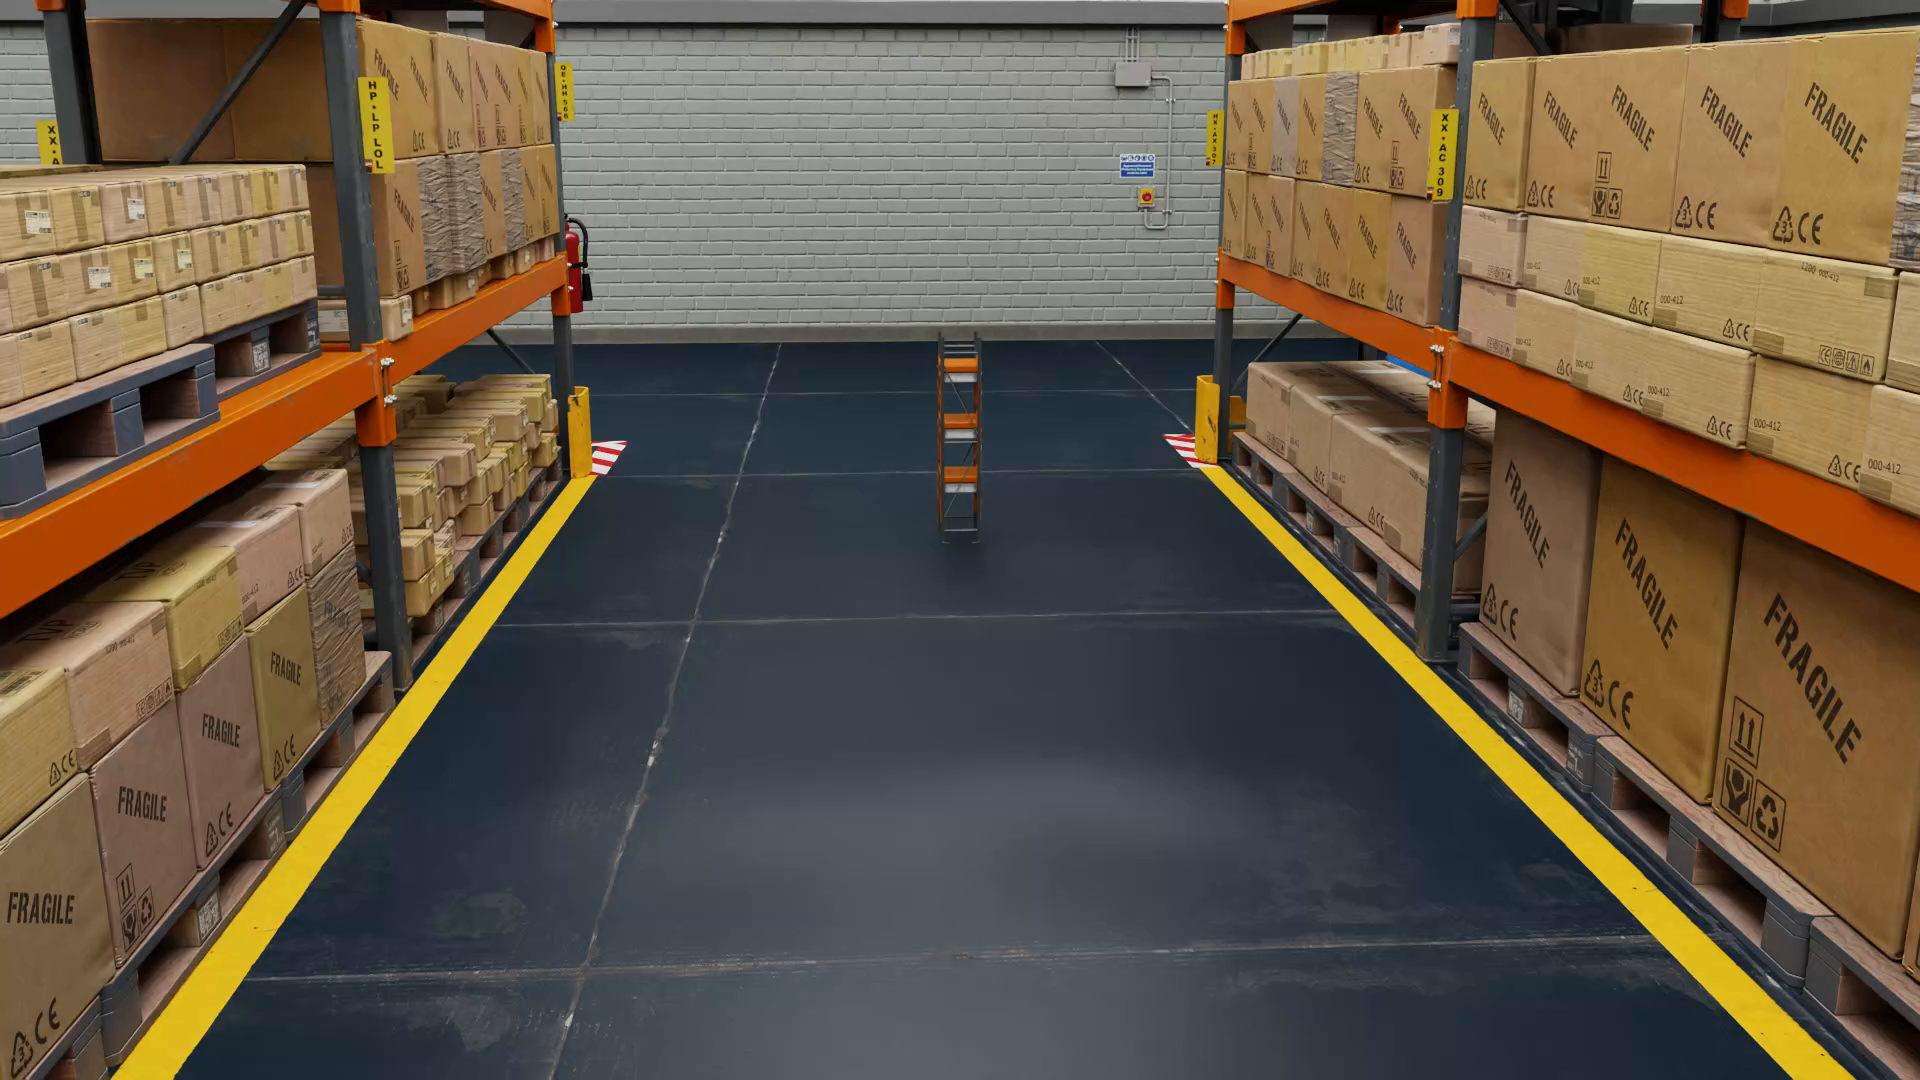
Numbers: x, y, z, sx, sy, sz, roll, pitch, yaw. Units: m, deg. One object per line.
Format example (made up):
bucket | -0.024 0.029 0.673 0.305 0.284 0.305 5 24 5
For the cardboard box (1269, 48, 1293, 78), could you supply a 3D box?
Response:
cardboard box | 1.862 -2.533 8.843 0.380 0.149 0.250 -1 14 -5

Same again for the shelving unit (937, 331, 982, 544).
shelving unit | -0.003 -0.522 8.447 0.215 1.050 0.252 -1 14 -3

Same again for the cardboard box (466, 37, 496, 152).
cardboard box | -2.456 -2.053 7.682 0.500 0.500 0.500 -1 14 -5

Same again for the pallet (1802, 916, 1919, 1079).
pallet | 2.615 1.168 3.562 1.003 0.211 1.213 -1 14 -3

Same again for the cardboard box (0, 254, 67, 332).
cardboard box | -2.256 -0.553 3.719 0.380 0.149 0.250 -1 14 -4

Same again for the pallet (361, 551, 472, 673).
pallet | -2.670 0.306 6.914 1.003 0.211 1.213 -1 14 -3

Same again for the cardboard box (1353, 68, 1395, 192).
cardboard box | 2.013 -1.752 7.108 0.500 0.500 0.500 -1 14 -4

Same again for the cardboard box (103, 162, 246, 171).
cardboard box | -2.905 -1.187 6.321 0.500 0.500 0.500 -1 14 -3

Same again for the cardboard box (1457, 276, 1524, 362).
cardboard box | 2.105 -0.794 5.892 0.500 0.250 0.500 -1 14 -5

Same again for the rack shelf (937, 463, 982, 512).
rack shelf | -0.003 -0.242 8.519 0.215 0.259 0.240 -1 14 -3

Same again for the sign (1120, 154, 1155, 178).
sign | 1.669 -3.522 15.652 0.327 0.218 0.001 -1 14 -3

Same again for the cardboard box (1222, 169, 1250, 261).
cardboard box | 1.837 -1.899 9.687 0.500 0.500 0.500 -1 14 -4

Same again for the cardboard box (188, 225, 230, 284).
cardboard box | -2.320 -0.813 4.730 0.380 0.149 0.250 -1 14 -5

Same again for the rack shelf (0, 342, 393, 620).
rack shelf | -2.469 -0.032 4.076 1.077 0.370 4.000 -1 14 -3

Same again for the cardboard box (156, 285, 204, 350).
cardboard box | -2.302 -0.606 4.524 0.380 0.149 0.250 -2 15 -6

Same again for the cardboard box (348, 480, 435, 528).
cardboard box | -2.365 -0.147 6.764 0.380 0.149 0.250 0 14 -1

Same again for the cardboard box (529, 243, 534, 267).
cardboard box | -2.530 -1.550 9.035 0.380 0.149 0.250 -1 14 -4

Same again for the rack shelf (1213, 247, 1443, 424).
rack shelf | 2.217 -1.129 8.337 1.077 0.370 4.000 -1 14 -3

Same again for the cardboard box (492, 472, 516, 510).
cardboard box | -2.449 -0.247 8.344 0.380 0.149 0.250 -1 14 -2

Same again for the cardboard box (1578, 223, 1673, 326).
cardboard box | 2.152 -0.780 4.837 0.500 0.250 0.500 -1 14 -3

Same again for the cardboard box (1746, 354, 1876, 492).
cardboard box | 2.236 -0.286 3.921 0.500 0.250 0.500 -1 14 -4

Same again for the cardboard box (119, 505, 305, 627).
cardboard box | -2.276 0.075 4.883 0.500 0.250 0.500 0 14 -1

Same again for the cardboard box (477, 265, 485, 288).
cardboard box | -2.514 -1.287 8.013 0.380 0.149 0.250 -1 14 -2

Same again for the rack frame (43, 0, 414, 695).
rack frame | -2.593 -0.878 5.920 1.000 3.000 0.127 -1 14 -3

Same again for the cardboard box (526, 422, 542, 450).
cardboard box | -2.489 -0.584 9.057 0.380 0.149 0.250 -1 15 -6

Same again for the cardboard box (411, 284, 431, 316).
cardboard box | -2.454 -1.028 7.007 0.380 0.149 0.250 -2 15 -6

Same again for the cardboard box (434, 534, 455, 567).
cardboard box | -2.379 0.076 7.088 0.380 0.149 0.250 -1 14 -4

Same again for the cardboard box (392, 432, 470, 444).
cardboard box | -2.503 -0.405 7.765 0.380 0.149 0.250 -1 15 -6

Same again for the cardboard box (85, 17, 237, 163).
cardboard box | -2.892 -1.668 6.184 0.500 0.500 0.500 -1 14 -5

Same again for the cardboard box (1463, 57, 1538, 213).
cardboard box | 2.082 -1.399 5.735 0.500 0.500 0.500 -1 14 -3

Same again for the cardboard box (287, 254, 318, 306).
cardboard box | -2.371 -0.864 5.527 0.380 0.149 0.250 -1 14 -5

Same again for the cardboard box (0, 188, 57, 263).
cardboard box | -2.263 -0.698 3.687 0.380 0.149 0.250 0 14 -2

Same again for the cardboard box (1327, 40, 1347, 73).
cardboard box | 1.958 -2.278 7.851 0.380 0.149 0.250 -1 14 -3

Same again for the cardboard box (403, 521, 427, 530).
cardboard box | -2.401 -0.002 6.794 0.380 0.149 0.250 -1 14 -3

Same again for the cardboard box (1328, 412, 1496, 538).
cardboard box | 2.353 -0.323 8.060 0.875 0.438 0.875 -1 14 -5

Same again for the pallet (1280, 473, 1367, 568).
pallet | 2.294 -0.124 8.584 1.003 0.211 1.213 -1 14 -3

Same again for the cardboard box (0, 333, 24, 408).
cardboard box | -2.242 -0.347 3.515 0.380 0.149 0.250 0 14 -2

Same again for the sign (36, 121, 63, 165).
sign | -3.134 -1.287 5.772 0.100 0.325 0.005 -1 14 -3

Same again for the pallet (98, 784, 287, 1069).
pallet | -2.465 0.970 4.333 1.003 0.211 1.213 -1 14 -3

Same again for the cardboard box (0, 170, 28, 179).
cardboard box | -2.991 -1.010 4.899 0.380 0.149 0.250 -1 14 -3

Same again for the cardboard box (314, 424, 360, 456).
cardboard box | -2.935 -0.460 7.980 0.380 0.149 0.250 -1 14 -3

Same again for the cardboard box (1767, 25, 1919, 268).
cardboard box | 2.232 -0.893 3.771 0.500 0.500 0.500 -1 14 -3

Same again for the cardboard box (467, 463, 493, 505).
cardboard box | -2.412 -0.261 7.804 0.380 0.149 0.250 -1 14 -4

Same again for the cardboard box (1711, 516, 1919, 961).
cardboard box | 2.578 0.446 4.195 0.875 0.875 0.875 -1 14 -3

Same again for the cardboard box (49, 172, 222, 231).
cardboard box | -2.325 -0.955 4.685 0.380 0.149 0.250 -1 14 -4

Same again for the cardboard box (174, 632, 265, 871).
cardboard box | -2.237 0.564 4.487 0.500 0.500 0.500 -1 14 -5

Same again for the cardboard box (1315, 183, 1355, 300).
cardboard box | 1.974 -1.392 7.717 0.500 0.500 0.500 -1 14 -4

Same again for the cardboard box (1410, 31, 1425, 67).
cardboard box | 2.091 -2.028 6.878 0.380 0.149 0.250 -1 14 -3

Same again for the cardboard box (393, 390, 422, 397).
cardboard box | -3.123 -0.717 8.978 0.380 0.149 0.250 -1 14 -4

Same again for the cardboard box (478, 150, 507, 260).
cardboard box | -2.468 -1.579 7.847 0.500 0.500 0.500 0 14 -1

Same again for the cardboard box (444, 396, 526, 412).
cardboard box | -2.501 -0.665 8.775 0.380 0.149 0.250 -1 15 -6

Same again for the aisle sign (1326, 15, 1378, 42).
aisle sign | 2.398 -3.256 9.945 0.394 0.787 0.004 -1 14 -3

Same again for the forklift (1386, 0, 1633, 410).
forklift | 4.215 -2.084 10.742 1.130 2.935 3.031 -8 16 -28

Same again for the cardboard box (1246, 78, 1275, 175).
cardboard box | 1.878 -2.255 9.064 0.500 0.500 0.500 -1 14 -5
